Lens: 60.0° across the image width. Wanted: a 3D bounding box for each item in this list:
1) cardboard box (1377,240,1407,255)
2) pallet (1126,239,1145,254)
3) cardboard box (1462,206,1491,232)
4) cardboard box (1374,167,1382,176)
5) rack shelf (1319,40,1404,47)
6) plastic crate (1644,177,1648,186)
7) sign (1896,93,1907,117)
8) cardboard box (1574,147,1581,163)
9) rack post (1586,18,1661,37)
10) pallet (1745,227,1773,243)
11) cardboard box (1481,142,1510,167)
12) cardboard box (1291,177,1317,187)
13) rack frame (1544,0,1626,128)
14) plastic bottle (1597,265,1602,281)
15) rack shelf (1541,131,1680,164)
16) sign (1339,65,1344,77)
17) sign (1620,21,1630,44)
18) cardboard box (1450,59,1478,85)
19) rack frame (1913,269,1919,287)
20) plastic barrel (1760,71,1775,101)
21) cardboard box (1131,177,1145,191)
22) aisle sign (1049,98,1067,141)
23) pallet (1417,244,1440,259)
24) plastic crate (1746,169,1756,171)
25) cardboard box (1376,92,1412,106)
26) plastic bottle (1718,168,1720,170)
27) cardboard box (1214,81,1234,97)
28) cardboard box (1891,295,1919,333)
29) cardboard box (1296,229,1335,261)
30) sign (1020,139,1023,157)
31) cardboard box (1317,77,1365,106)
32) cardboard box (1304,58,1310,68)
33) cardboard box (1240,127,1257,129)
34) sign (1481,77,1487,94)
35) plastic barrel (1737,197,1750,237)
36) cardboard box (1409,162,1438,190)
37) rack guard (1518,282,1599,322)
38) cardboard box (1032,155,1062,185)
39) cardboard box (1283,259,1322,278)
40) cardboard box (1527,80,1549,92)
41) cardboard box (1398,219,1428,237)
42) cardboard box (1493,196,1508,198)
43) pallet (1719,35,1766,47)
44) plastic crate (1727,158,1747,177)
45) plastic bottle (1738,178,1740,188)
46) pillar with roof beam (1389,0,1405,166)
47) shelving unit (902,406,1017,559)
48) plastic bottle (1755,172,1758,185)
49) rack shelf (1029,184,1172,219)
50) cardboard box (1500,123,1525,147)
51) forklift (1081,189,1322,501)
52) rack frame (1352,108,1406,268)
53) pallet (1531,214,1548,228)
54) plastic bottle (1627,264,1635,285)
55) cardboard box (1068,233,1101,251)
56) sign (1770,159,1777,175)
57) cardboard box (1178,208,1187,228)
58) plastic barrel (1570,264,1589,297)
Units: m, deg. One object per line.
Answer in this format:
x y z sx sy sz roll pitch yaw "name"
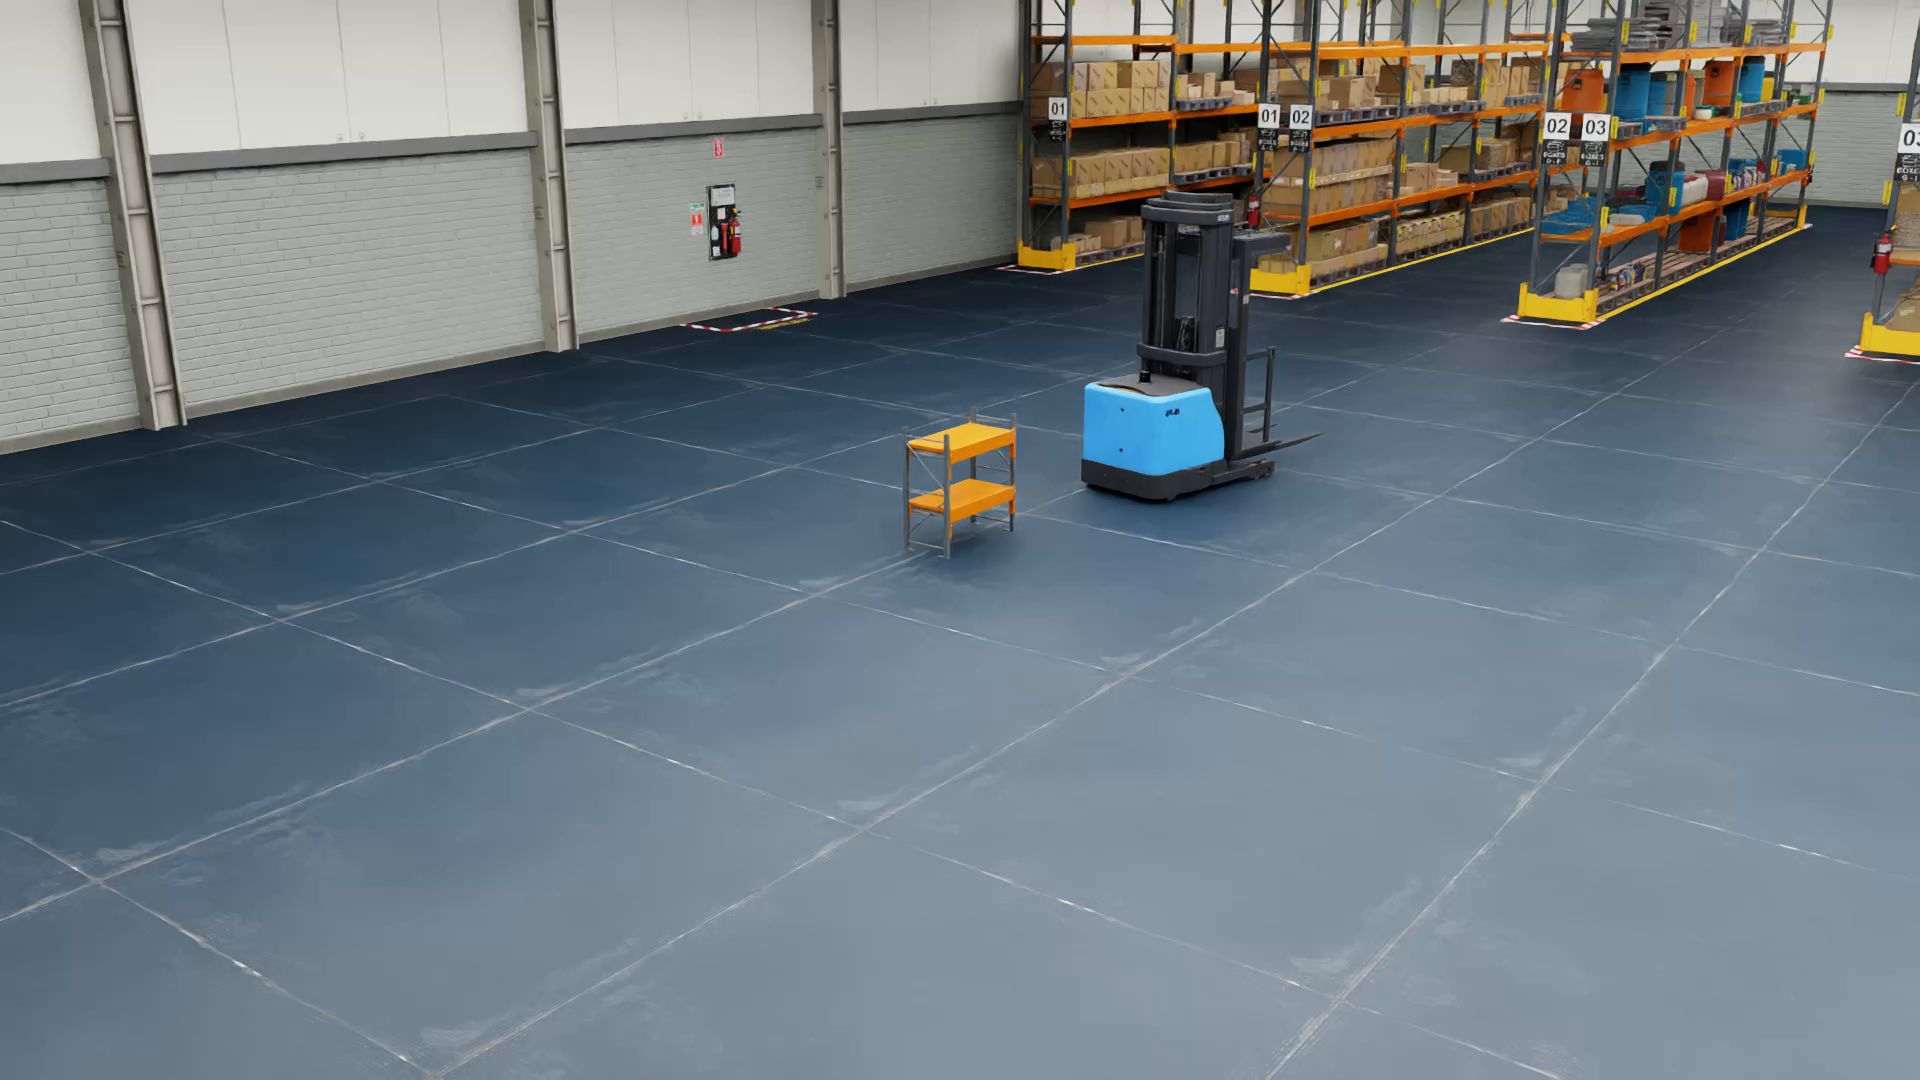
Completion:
8.444 -5.761 32.672 0.500 0.250 0.500 12 21 33 "cardboard box"
3.652 -6.198 34.852 1.003 0.211 1.213 12 21 35 "pallet"
11.196 -6.974 36.122 0.500 0.500 0.500 12 21 33 "cardboard box"
7.712 -6.955 31.325 0.380 0.149 0.250 12 21 33 "cardboard box"
9.982 -12.408 41.920 1.077 0.370 4.000 12 21 35 "rack shelf"
13.155 -6.597 31.329 0.402 0.464 0.583 12 21 35 "plastic crate"
13.141 -6.075 23.205 0.100 0.325 0.005 12 21 35 "sign"
14.800 -9.448 40.448 0.500 0.500 0.500 13 21 35 "cardboard box"
10.726 -8.288 26.894 0.937 0.300 0.954 12 21 34 "rack post"
17.154 -6.701 36.472 1.003 0.211 1.213 12 21 35 "pallet"
11.768 -8.543 36.826 0.700 0.500 0.500 7 19 21 "cardboard box"
6.028 -6.281 29.157 0.380 0.149 0.250 12 21 34 "cardboard box"
9.597 -7.857 25.379 1.000 3.000 0.127 12 21 35 "rack frame"
11.177 -4.677 29.113 0.097 0.271 0.097 0 17 0 "plastic bottle"
10.789 -6.558 27.464 1.077 0.370 4.000 12 21 35 "rack shelf"
9.232 -11.337 40.240 0.100 0.325 0.005 12 21 35 "sign"
10.036 -7.659 25.093 0.100 0.325 0.005 12 21 35 "sign"
10.653 -9.834 34.949 0.500 0.500 0.500 12 21 35 "cardboard box"
15.958 -5.070 26.518 1.000 3.000 0.127 12 21 35 "rack frame"
16.366 -9.320 34.121 0.600 0.588 0.600 0 17 0 "plastic barrel"
3.394 -7.227 33.685 0.500 0.250 0.500 12 21 34 "cardboard box"
1.839 -7.914 31.294 0.394 0.787 0.004 12 21 35 "aisle sign"
9.139 -5.964 34.098 1.003 0.211 1.213 12 21 35 "pallet"
17.198 -8.062 36.515 0.437 0.125 0.590 12 21 35 "plastic crate"
8.379 -8.528 32.140 0.500 0.250 0.500 15 23 40 "cardboard box"
16.106 -7.751 35.348 0.061 0.283 0.133 12 21 35 "plastic bottle"
5.561 -9.847 36.637 0.797 0.503 0.637 16 24 42 "cardboard box"
13.960 -3.270 24.228 0.500 0.500 0.500 -15 23 -40 "cardboard box"
6.416 -5.322 29.993 0.500 0.500 0.500 12 21 35 "cardboard box"
1.207 -7.550 32.018 0.100 0.325 0.005 12 21 35 "sign"
6.922 -8.200 30.423 0.797 0.503 0.637 15 23 41 "cardboard box"
8.161 -11.463 39.873 0.500 0.250 0.500 14 22 39 "cardboard box"
6.781 -9.482 38.759 0.500 0.250 0.500 12 21 33 "cardboard box"
10.829 -9.391 34.370 0.100 0.325 0.005 12 21 35 "sign"
16.409 -6.922 35.313 0.600 0.901 0.708 12 21 35 "plastic barrel"
9.401 -7.419 33.914 0.500 0.500 0.500 11 20 32 "cardboard box"
9.605 -3.825 26.724 1.175 0.500 0.348 12 21 35 "rack guard"
1.751 -7.189 32.296 0.500 0.500 0.500 12 21 34 "cardboard box"
6.119 -4.844 29.720 0.500 0.250 0.500 12 21 35 "cardboard box"
13.261 -10.398 38.028 0.500 0.250 0.500 12 21 35 "cardboard box"
9.061 -6.273 33.374 0.500 0.311 0.500 12 21 33 "cardboard box"
12.287 -7.671 38.367 0.500 0.500 0.500 11 21 32 "cardboard box"
14.818 -9.648 32.137 1.213 0.211 1.003 12 21 35 "pallet"
16.751 -8.043 36.018 0.392 0.384 0.575 12 21 35 "plastic crate"
15.660 -7.180 33.530 0.097 0.271 0.097 0 17 0 "plastic bottle"
15.545 -13.454 43.401 9.100 9.000 0.400 12 21 35 "pillar with roof beam"
0.004 -0.539 15.088 0.538 1.125 1.048 12 21 35 "shelving unit"
16.554 -7.553 34.724 0.152 0.276 0.135 12 21 35 "plastic bottle"
2.832 -6.876 33.546 1.077 0.370 4.000 12 21 35 "rack shelf"
12.865 -9.418 38.665 0.500 0.500 0.500 13 21 35 "cardboard box"
2.657 -2.133 17.178 3.031 2.935 1.130 -15 23 -41 "forklift"
8.005 -6.821 32.158 1.000 3.000 0.127 12 21 35 "rack frame"
13.181 -7.558 39.233 1.003 0.211 1.213 12 21 35 "pallet"
11.521 -4.563 28.611 0.144 0.351 0.185 12 21 34 "plastic bottle"
2.465 -5.954 33.156 0.500 0.311 0.500 15 22 39 "cardboard box"
17.188 -7.885 35.116 0.100 0.325 0.005 12 21 35 "sign"
4.449 -6.890 35.853 0.700 0.500 0.500 13 22 37 "cardboard box"
10.226 -4.294 27.508 0.421 0.512 0.421 0 17 0 "plastic barrel"
